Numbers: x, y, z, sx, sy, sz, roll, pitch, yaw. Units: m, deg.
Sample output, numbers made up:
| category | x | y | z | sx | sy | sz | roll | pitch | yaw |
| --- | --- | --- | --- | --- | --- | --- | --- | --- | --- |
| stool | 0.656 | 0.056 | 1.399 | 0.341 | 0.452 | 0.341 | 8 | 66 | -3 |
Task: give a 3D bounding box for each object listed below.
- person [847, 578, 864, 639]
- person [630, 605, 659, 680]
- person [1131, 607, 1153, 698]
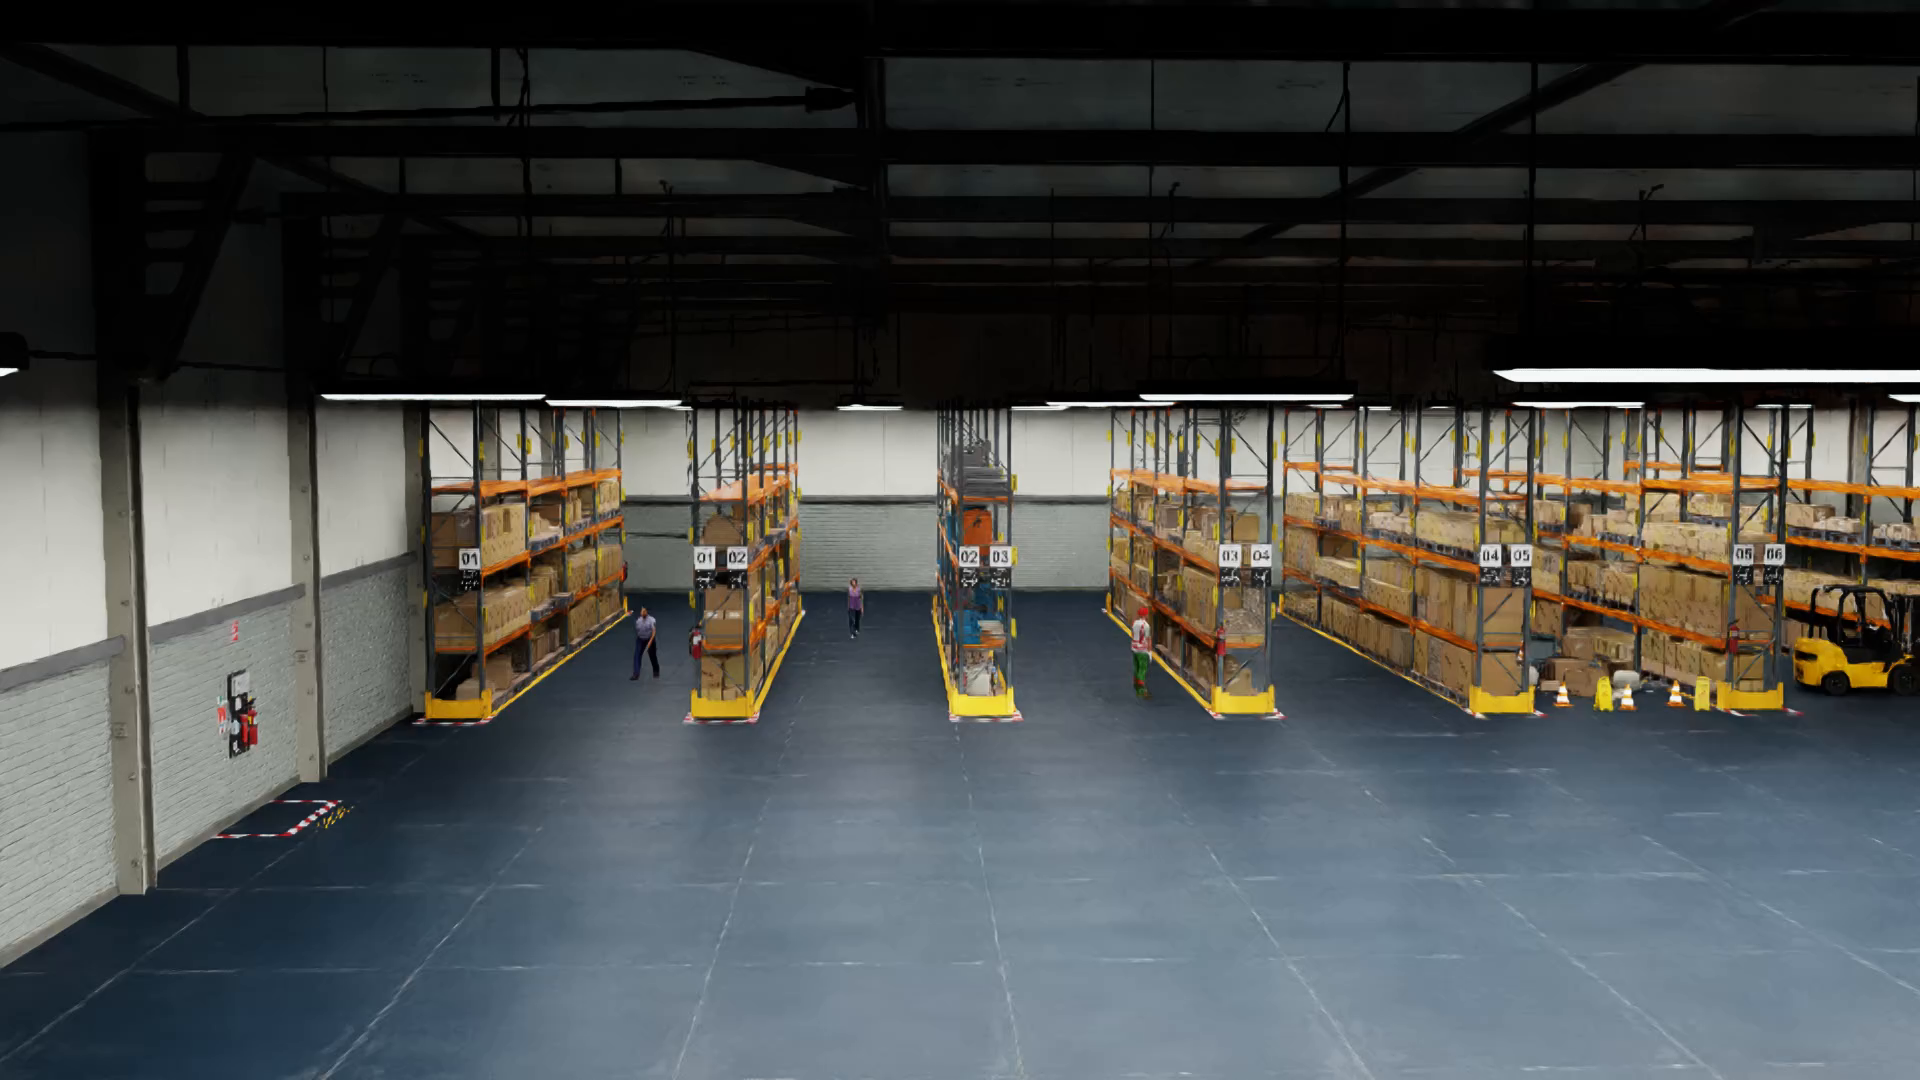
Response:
| category | x | y | z | sx | sy | sz | roll | pitch | yaw |
| --- | --- | --- | --- | --- | --- | --- | --- | --- | --- |
| person | -2.636 | 1.683 | 41.978 | 0.432 | 1.497 | 0.947 | 0 | 4 | -3 |
| person | -6.706 | 2.177 | 35.531 | 0.477 | 1.580 | 1.003 | 1 | 4 | 7 |
| person | 3.681 | 2.236 | 33.360 | 0.461 | 1.787 | 0.629 | -3 | 5 | -30 |
